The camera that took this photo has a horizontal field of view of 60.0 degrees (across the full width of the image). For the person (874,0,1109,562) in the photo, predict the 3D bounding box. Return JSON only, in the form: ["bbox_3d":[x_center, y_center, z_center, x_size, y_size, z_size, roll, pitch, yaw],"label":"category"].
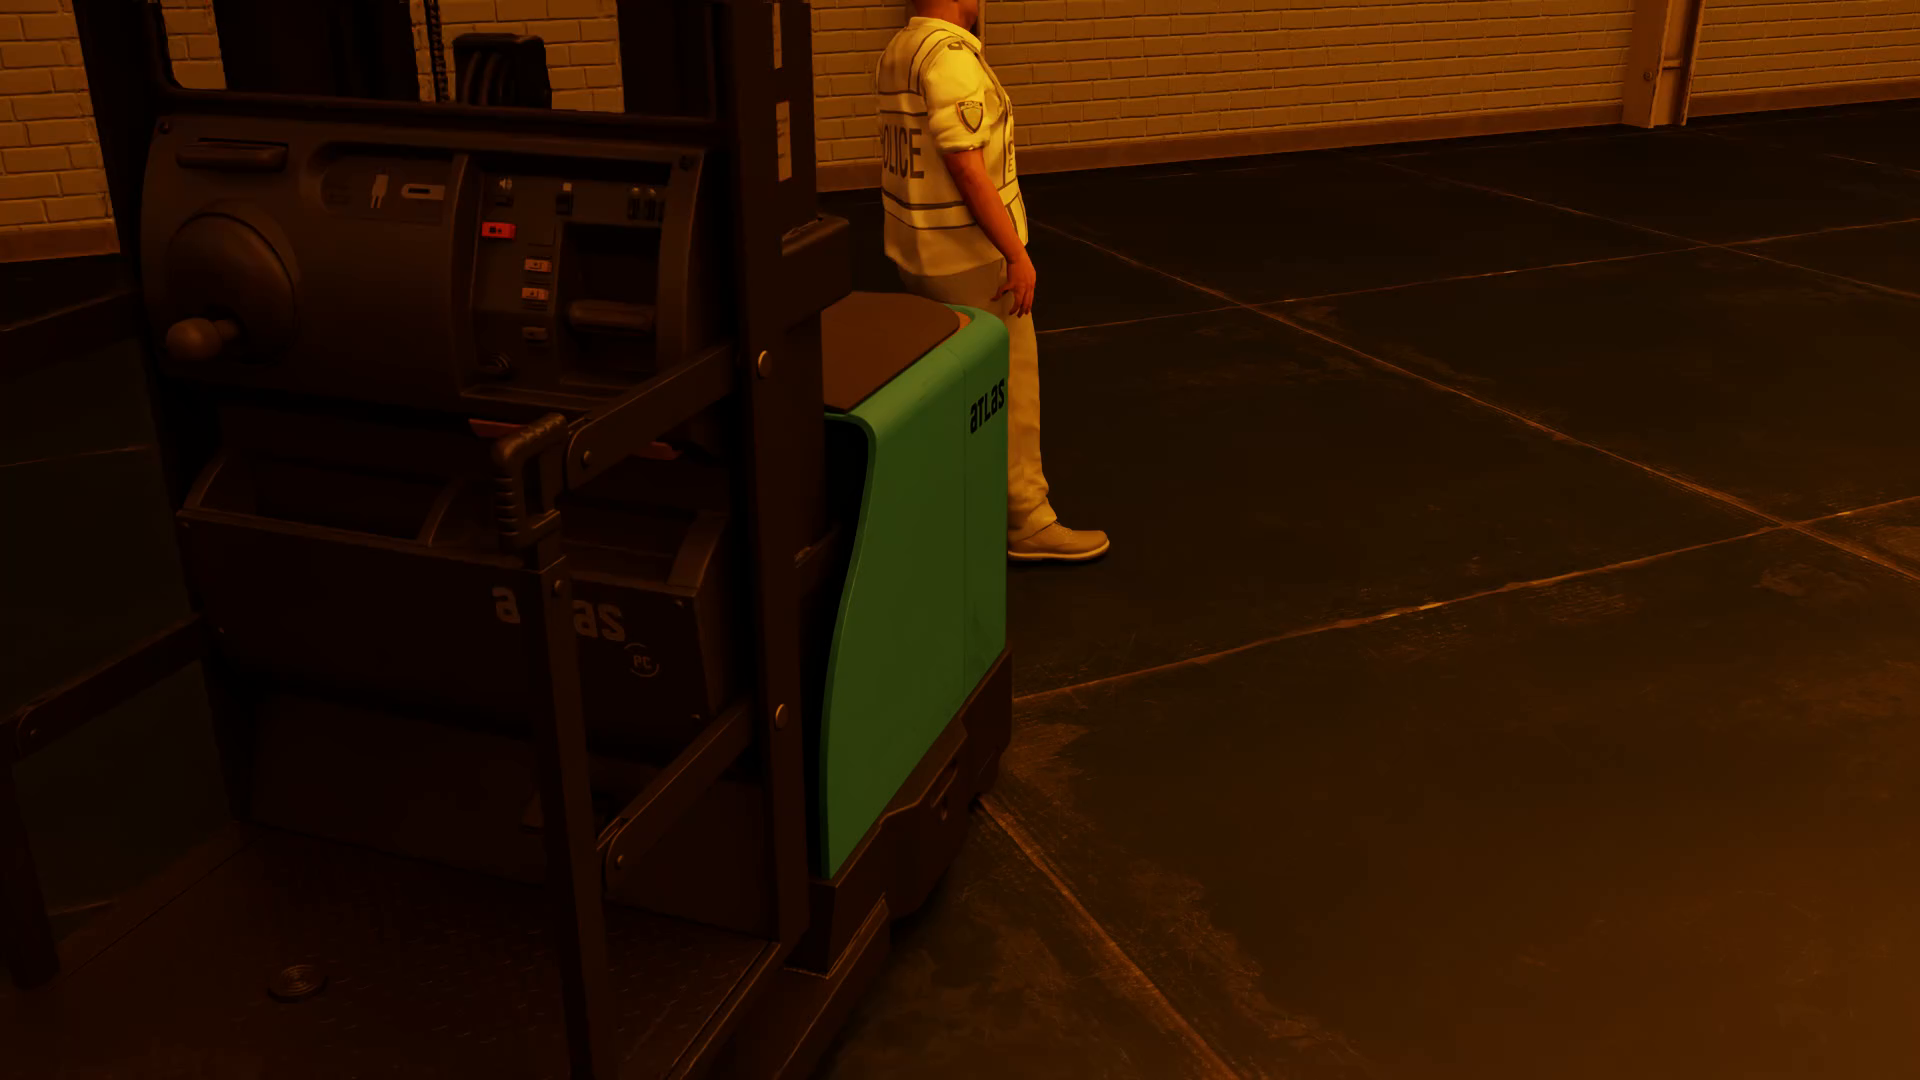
[{"bbox_3d":[0.075,-0.838,4.783,0.575,1.780,0.640,-10,25,-23],"label":"person"}]

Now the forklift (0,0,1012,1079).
[{"bbox_3d":[-0.859,-0.380,2.200,1.130,2.935,3.031,8,24,18],"label":"forklift"}]
